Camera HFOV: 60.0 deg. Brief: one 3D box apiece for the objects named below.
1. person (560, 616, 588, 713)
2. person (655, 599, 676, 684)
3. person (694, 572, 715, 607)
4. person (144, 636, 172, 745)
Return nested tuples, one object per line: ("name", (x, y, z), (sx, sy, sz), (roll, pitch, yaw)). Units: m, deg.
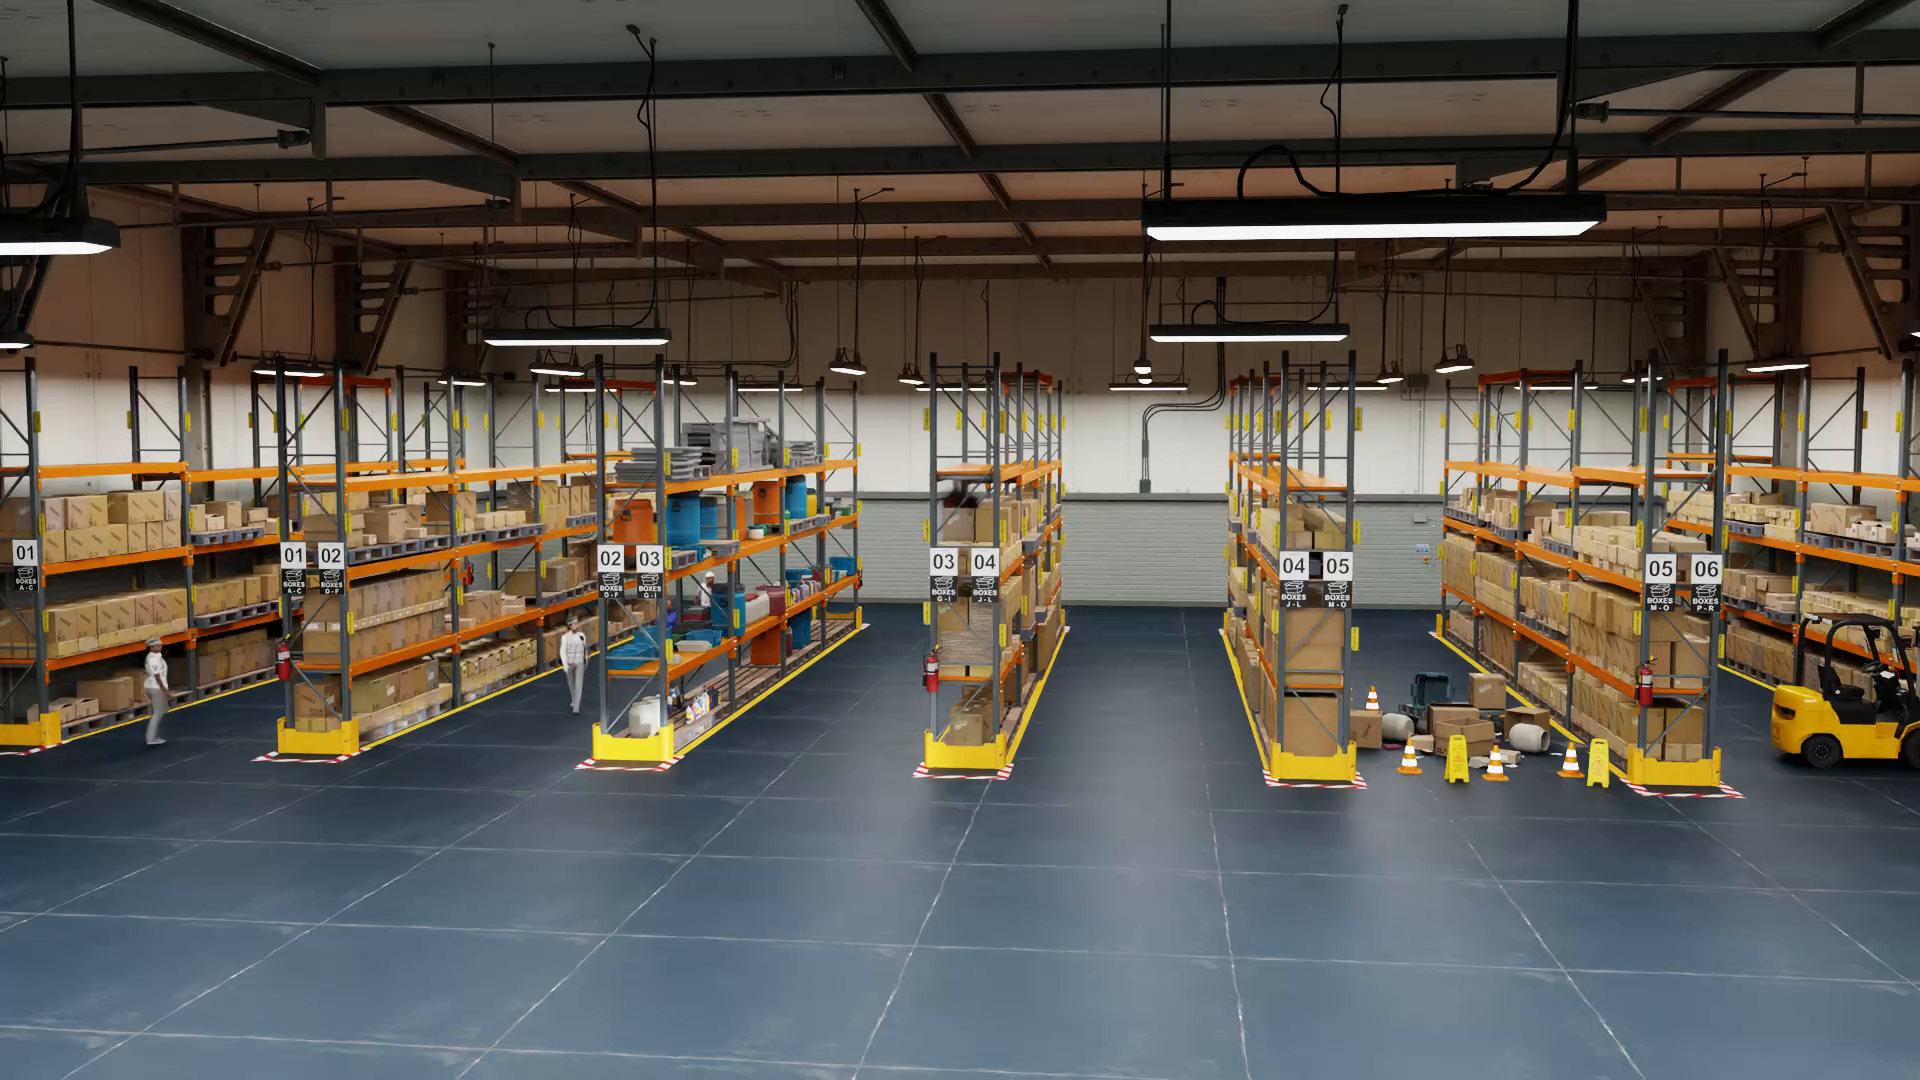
("person", (-6.687, 2.138, 28.793), (0.434, 1.644, 0.980), (0, 4, 1))
("person", (-5.638, 1.936, 31.944), (0.408, 1.603, 0.996), (1, 4, 18))
("person", (-5.496, 1.590, 36.439), (0.706, 1.808, 0.878), (0, 4, 5))
("person", (-12.435, 2.347, 25.799), (0.486, 1.738, 0.463), (3, 5, 35))
